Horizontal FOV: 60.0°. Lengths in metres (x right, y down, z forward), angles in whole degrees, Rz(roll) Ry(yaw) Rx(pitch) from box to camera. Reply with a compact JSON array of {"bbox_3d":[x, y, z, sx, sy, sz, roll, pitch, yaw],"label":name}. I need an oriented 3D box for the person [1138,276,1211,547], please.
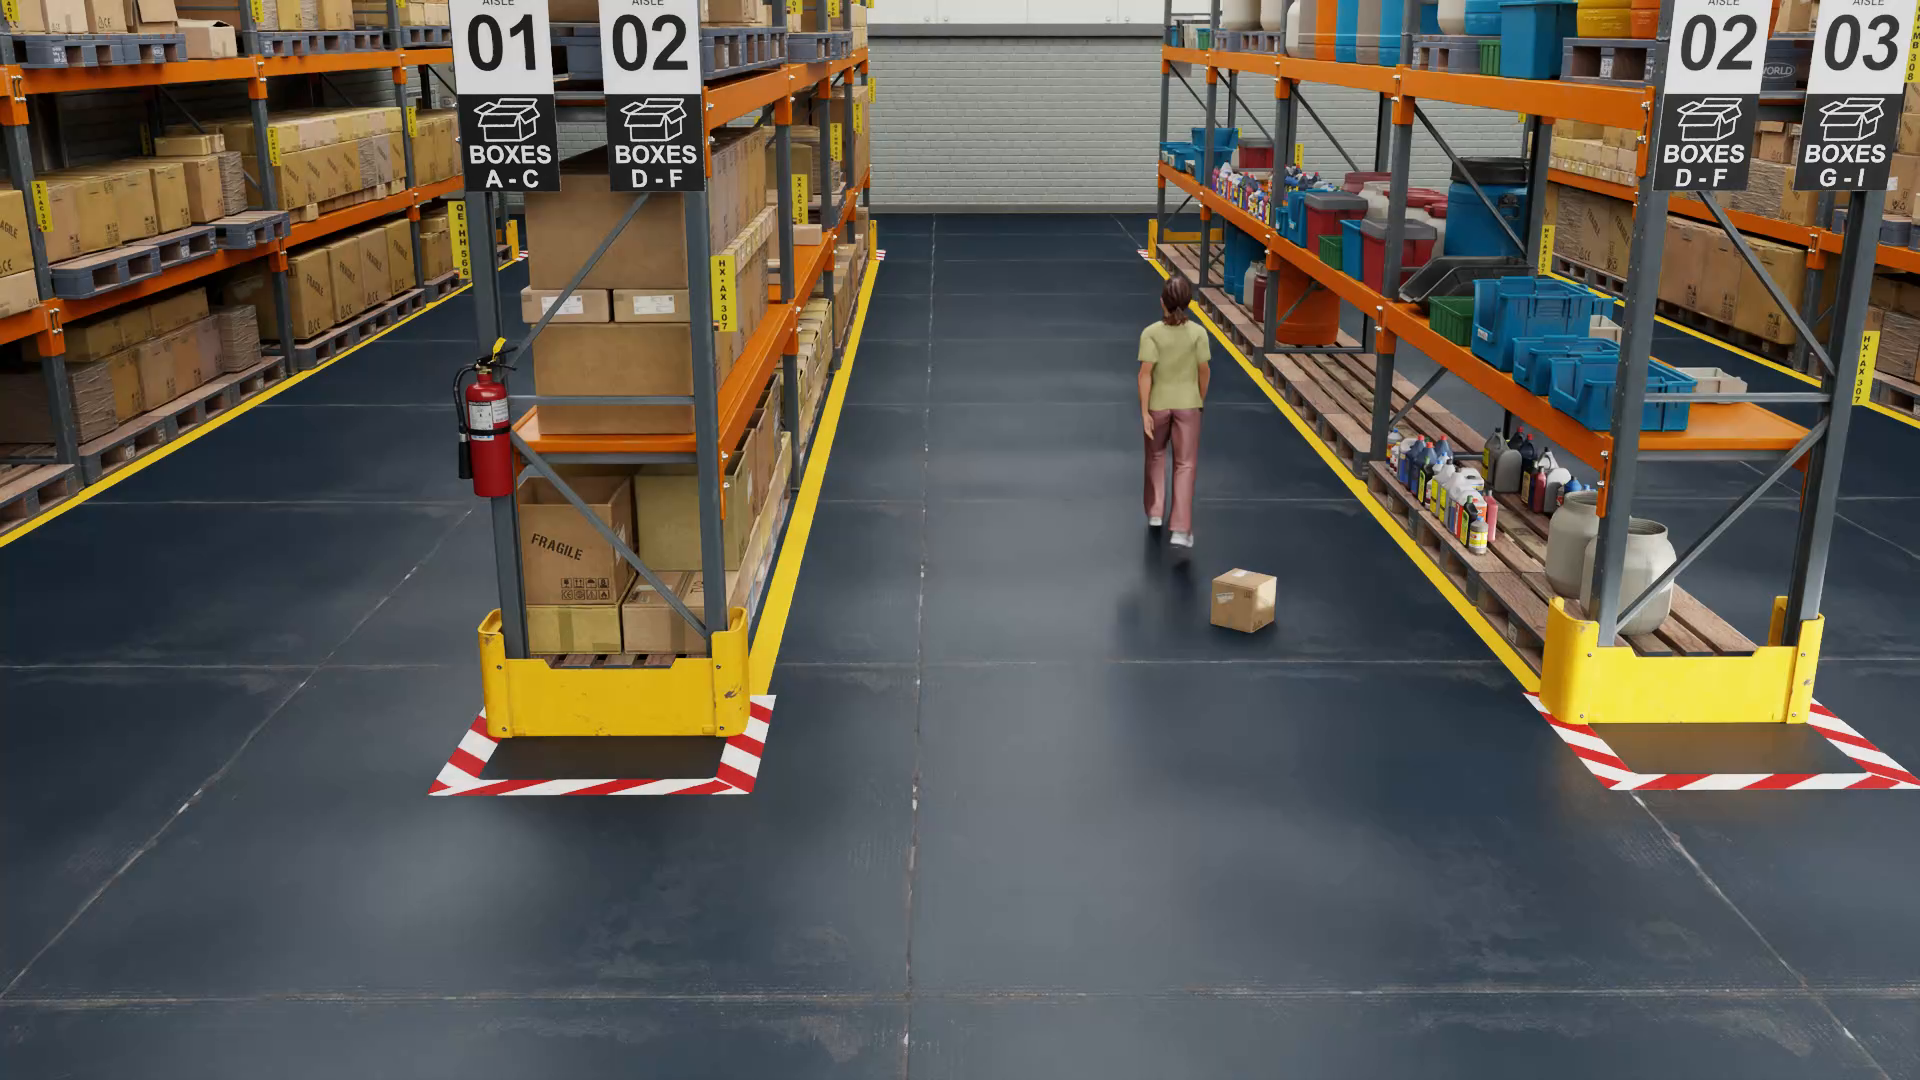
[{"bbox_3d":[1.295,-0.795,10.106,0.432,1.619,1.034,3,17,10],"label":"person"}]
